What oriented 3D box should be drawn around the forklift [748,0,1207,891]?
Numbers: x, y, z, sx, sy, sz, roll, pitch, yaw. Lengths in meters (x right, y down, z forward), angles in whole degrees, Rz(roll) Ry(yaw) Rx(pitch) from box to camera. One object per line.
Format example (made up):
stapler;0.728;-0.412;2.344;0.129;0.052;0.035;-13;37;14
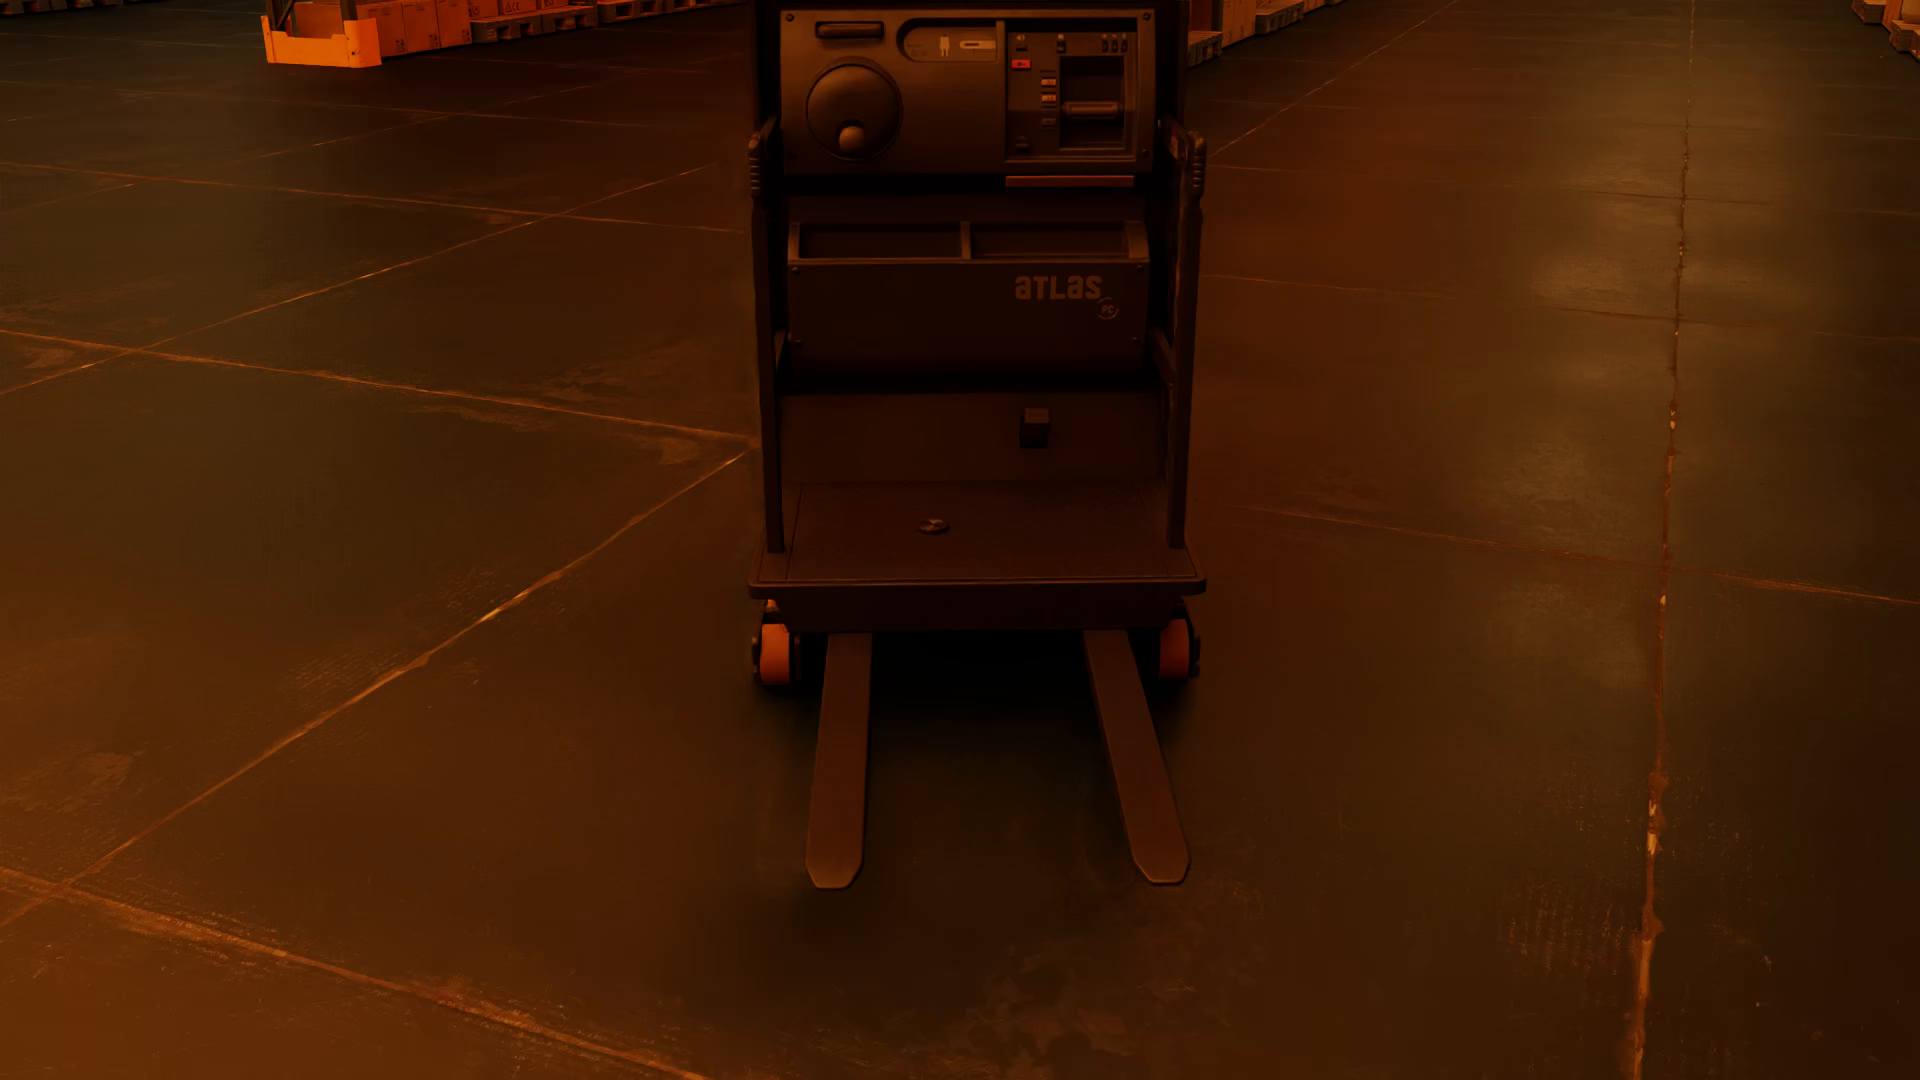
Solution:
forklift;0.030;-1.104;3.934;1.130;2.935;3.031;-1;23;-1
